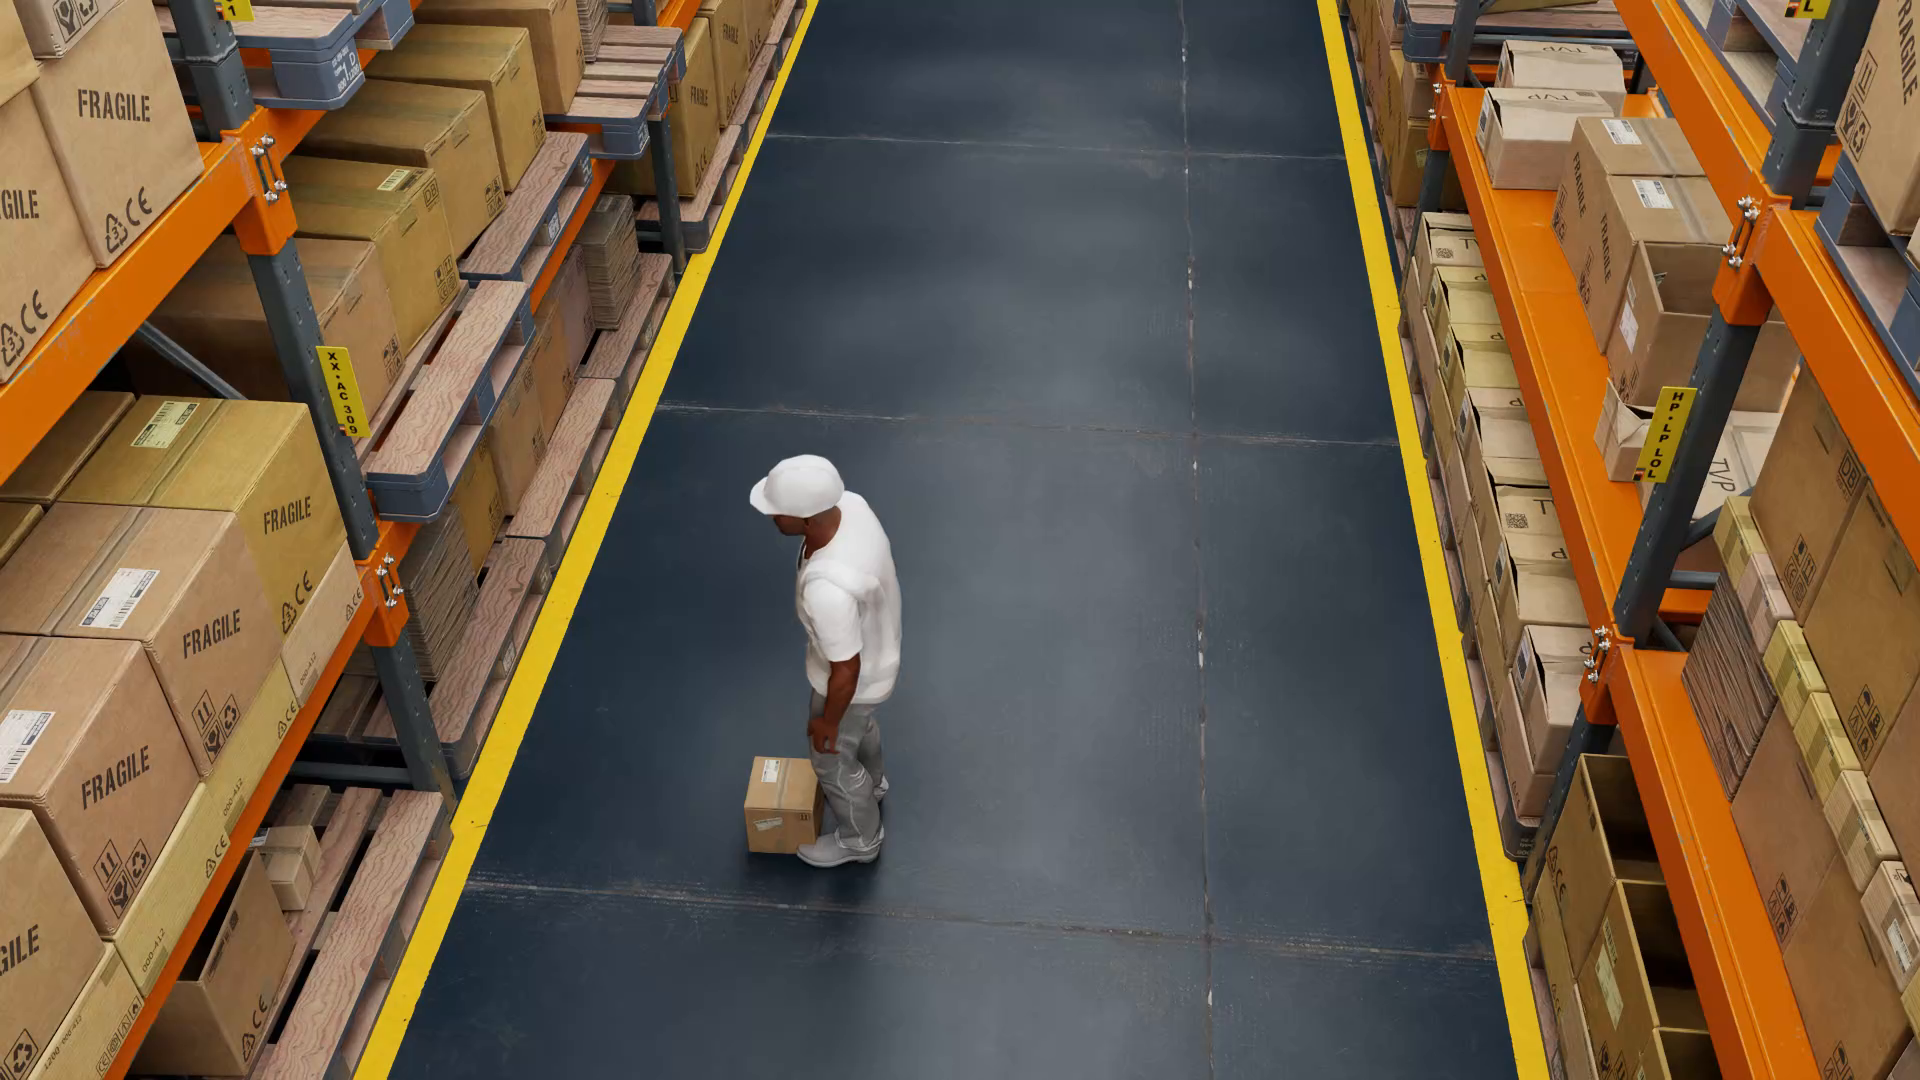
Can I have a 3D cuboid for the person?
[{"bbox_3d":[-0.421,0.417,5.645,0.457,1.756,0.635,1,40,1],"label":"person"}]
